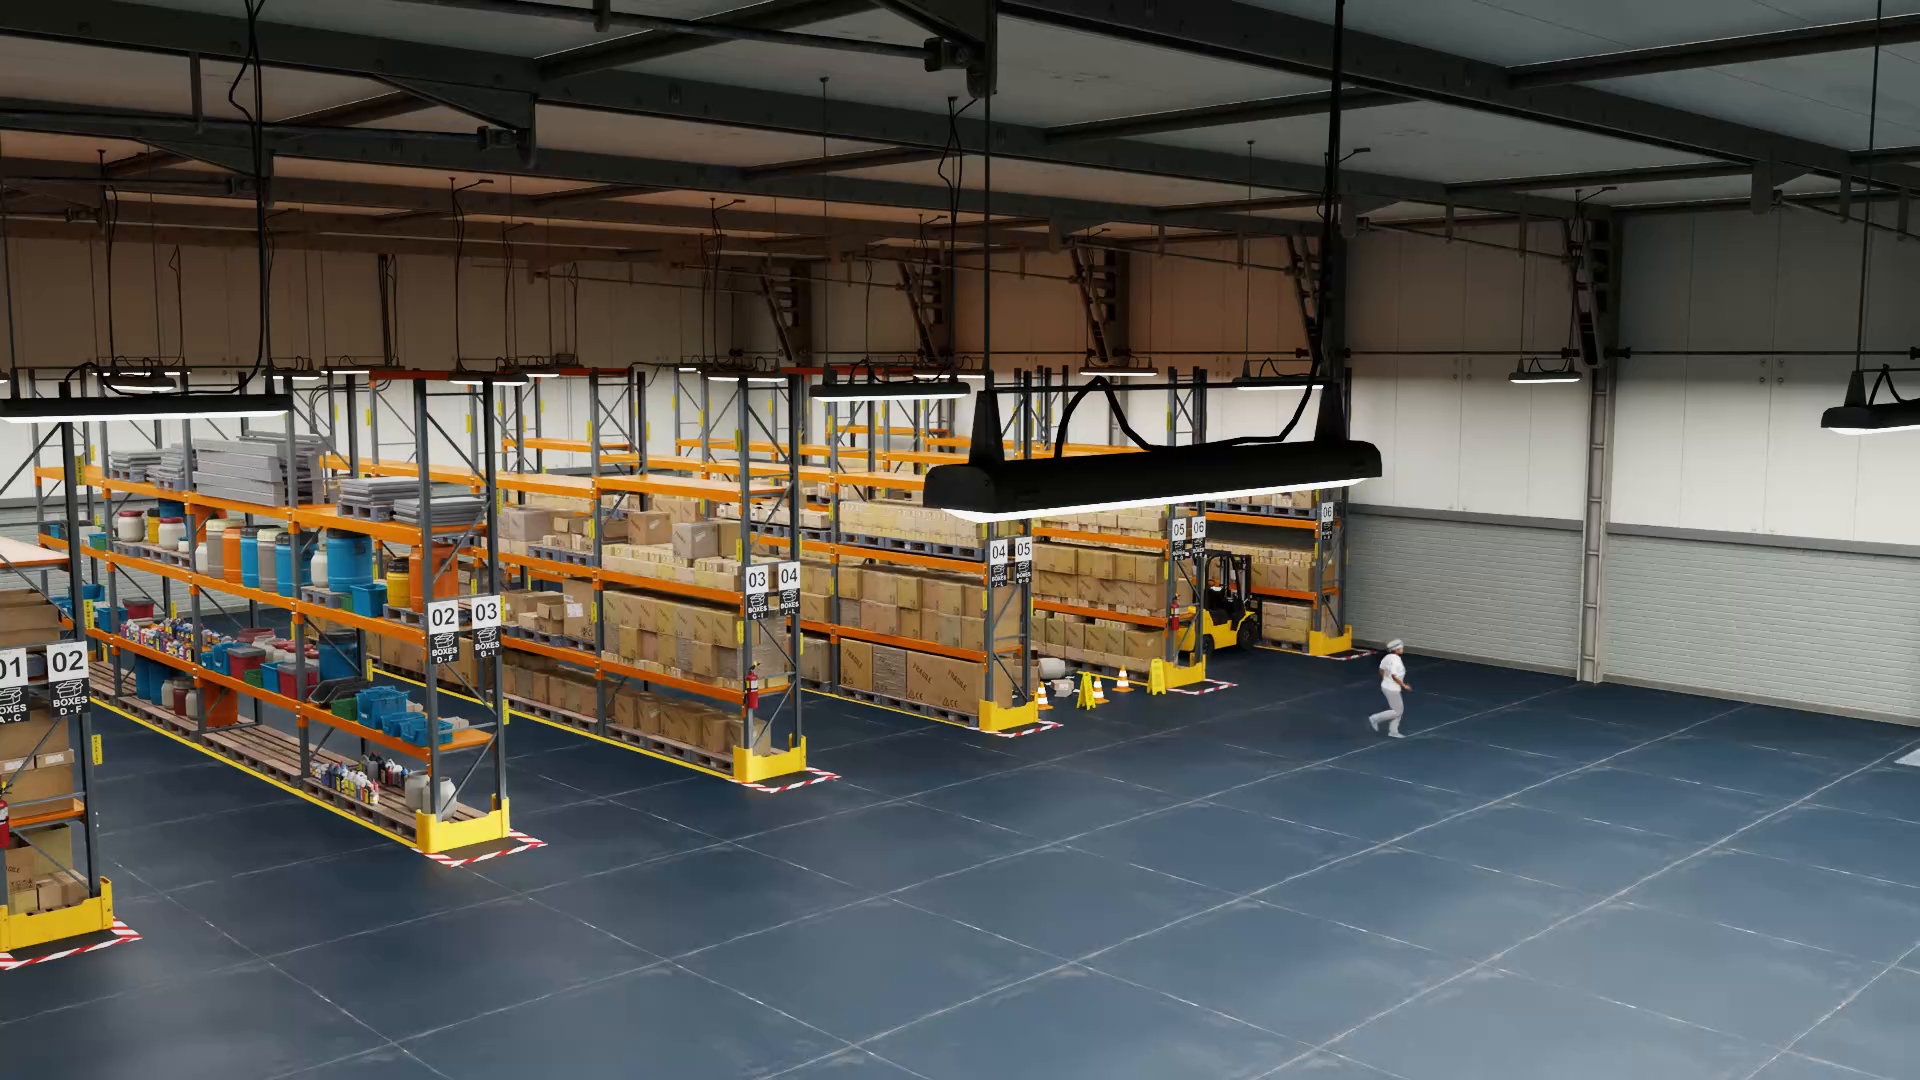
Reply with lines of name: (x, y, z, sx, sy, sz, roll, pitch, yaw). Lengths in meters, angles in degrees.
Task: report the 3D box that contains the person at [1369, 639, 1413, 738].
person: (7.034, 2.445, 27.299, 0.658, 1.658, 0.561, -1, 6, -6)
